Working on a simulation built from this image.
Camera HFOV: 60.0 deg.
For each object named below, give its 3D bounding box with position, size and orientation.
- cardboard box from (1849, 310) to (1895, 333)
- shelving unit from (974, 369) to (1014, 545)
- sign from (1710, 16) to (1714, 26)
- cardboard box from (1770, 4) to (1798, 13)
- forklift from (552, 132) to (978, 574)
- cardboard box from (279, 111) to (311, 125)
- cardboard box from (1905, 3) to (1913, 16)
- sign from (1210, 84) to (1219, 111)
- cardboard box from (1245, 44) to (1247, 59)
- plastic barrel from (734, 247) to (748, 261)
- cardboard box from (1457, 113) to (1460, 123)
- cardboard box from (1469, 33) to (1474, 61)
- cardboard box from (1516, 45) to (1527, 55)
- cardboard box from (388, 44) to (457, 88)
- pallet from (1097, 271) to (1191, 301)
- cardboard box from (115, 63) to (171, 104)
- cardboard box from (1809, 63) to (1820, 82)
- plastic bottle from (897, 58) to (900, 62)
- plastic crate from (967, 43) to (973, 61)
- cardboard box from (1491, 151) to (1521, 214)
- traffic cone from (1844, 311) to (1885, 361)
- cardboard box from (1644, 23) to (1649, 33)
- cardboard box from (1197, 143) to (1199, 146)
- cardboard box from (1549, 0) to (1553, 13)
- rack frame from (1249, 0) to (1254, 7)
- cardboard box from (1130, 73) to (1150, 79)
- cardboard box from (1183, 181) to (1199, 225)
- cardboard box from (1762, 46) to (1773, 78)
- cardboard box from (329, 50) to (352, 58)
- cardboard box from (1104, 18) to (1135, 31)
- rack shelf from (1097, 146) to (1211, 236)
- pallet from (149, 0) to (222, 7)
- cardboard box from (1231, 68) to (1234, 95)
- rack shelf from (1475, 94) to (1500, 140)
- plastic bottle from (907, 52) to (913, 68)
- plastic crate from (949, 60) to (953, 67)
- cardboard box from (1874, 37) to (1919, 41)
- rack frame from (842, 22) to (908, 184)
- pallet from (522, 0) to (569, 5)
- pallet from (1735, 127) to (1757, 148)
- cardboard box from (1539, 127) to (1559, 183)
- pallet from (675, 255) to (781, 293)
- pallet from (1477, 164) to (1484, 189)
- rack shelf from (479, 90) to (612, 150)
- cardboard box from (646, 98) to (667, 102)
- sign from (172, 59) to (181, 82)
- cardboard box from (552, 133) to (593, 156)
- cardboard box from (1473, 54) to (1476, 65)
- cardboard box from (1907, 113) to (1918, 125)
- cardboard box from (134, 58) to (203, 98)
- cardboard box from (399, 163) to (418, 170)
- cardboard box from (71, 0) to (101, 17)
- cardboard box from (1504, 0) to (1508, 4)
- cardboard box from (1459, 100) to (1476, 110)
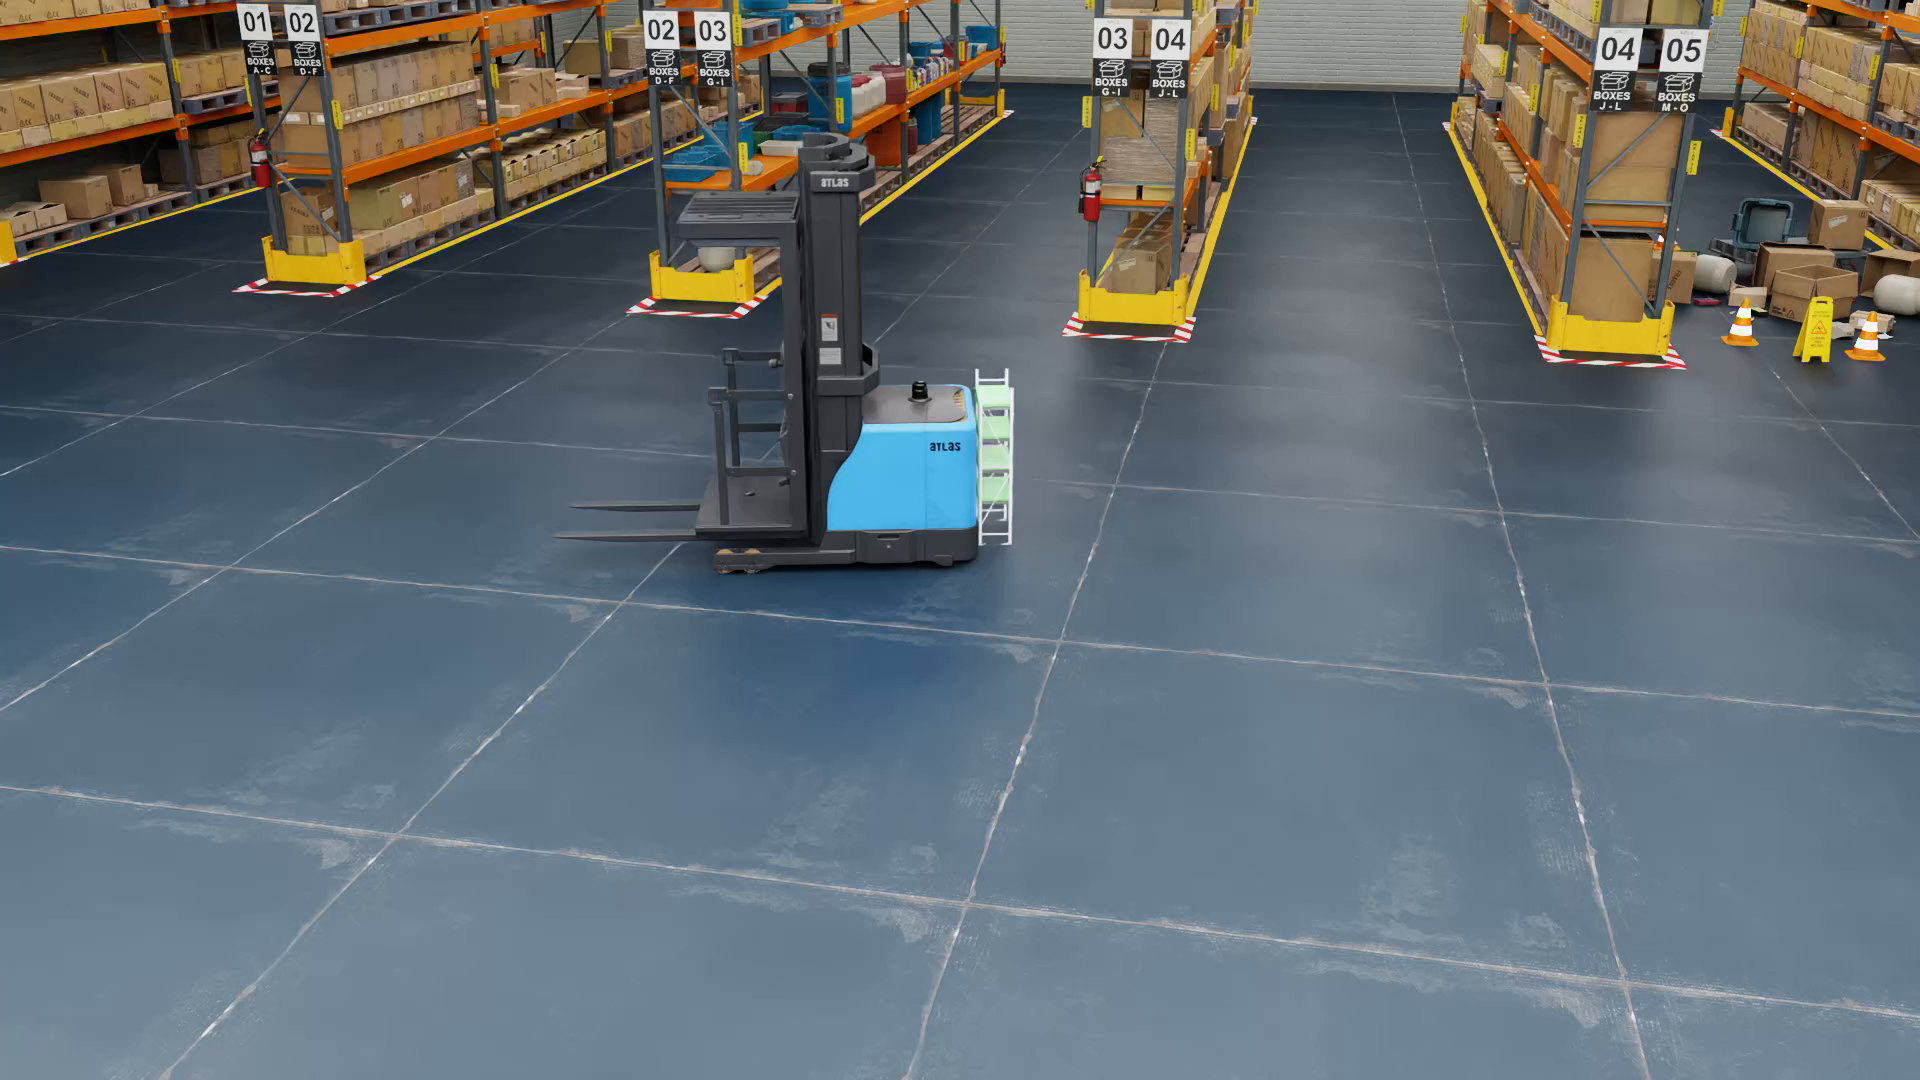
[{"bbox_3d":[9.882,-2.366,18.029,0.380,0.149,0.250,18,28,38],"label":"cardboard box"},{"bbox_3d":[0.248,-0.614,12.272,0.258,1.200,0.503,-1,22,-3],"label":"shelving unit"},{"bbox_3d":[15.950,-11.122,35.593,0.327,0.218,0.001,4,22,11],"label":"sign"},{"bbox_3d":[14.326,-9.224,28.901,0.380,0.149,0.250,5,22,11],"label":"cardboard box"},{"bbox_3d":[-1.403,-1.324,11.718,3.031,2.935,1.130,-1,22,-2],"label":"forklift"},{"bbox_3d":[-7.915,-5.069,19.922,0.380,0.149,0.250,4,22,10],"label":"cardboard box"},{"bbox_3d":[12.994,-7.154,22.422,0.380,0.149,0.250,4,22,11],"label":"cardboard box"},{"bbox_3d":[3.240,-5.637,21.175,0.100,0.325,0.005,4,22,11],"label":"sign"},{"bbox_3d":[4.898,-8.791,29.969,0.500,0.250,0.500,5,22,12],"label":"cardboard box"},{"bbox_3d":[-2.796,-3.659,20.191,0.421,0.512,0.421,0,22,0],"label":"plastic barrel"},{"bbox_3d":[9.570,-7.952,31.338,0.380,0.149,0.250,5,22,12],"label":"cardboard box"},{"bbox_3d":[9.334,-8.726,29.472,0.500,0.500,0.500,4,22,10],"label":"cardboard box"},{"bbox_3d":[9.283,-7.977,27.123,0.380,0.149,0.250,5,23,13],"label":"cardboard box"},{"bbox_3d":[-7.177,-6.331,22.187,0.700,0.500,0.500,4,22,11],"label":"cardboard box"},{"bbox_3d":[2.106,-2.839,19.121,1.003,0.211,1.213,4,22,11],"label":"pallet"},{"bbox_3d":[-11.634,-6.497,23.642,0.500,0.500,0.500,4,22,11],"label":"cardboard box"},{"bbox_3d":[13.596,-7.274,25.931,0.500,0.250,0.500,5,22,12],"label":"cardboard box"},{"bbox_3d":[-1.052,-8.245,28.977,0.152,0.276,0.135,4,22,11],"label":"plastic bottle"},{"bbox_3d":[-0.018,-9.094,30.997,0.437,0.282,0.530,4,22,11],"label":"plastic crate"},{"bbox_3d":[7.971,-4.937,23.046,1.050,0.750,0.750,5,22,12],"label":"cardboard box"},{"bbox_3d":[9.261,-2.094,16.935,0.336,0.463,0.334,4,22,11],"label":"traffic cone"},{"bbox_3d":[7.264,-5.290,17.099,0.380,0.149,0.250,5,22,11],"label":"cardboard box"},{"bbox_3d":[2.781,-4.878,20.788,0.380,0.149,0.250,4,22,11],"label":"cardboard box"},{"bbox_3d":[7.135,-6.267,19.525,0.380,0.149,0.250,4,22,10],"label":"cardboard box"},{"bbox_3d":[5.155,-9.662,32.330,1.000,3.000,0.127,4,22,11],"label":"rack frame"},{"bbox_3d":[1.962,-5.045,18.994,0.500,0.500,0.500,4,22,11],"label":"cardboard box"},{"bbox_3d":[2.853,-4.541,22.371,0.700,0.500,0.500,3,22,7],"label":"cardboard box"},{"bbox_3d":[14.195,-8.243,28.673,0.500,0.500,0.500,5,23,13],"label":"cardboard box"},{"bbox_3d":[-10.675,-8.221,28.192,0.500,0.500,0.500,5,22,13],"label":"cardboard box"},{"bbox_3d":[1.642,-5.443,17.505,0.380,0.149,0.250,4,22,11],"label":"cardboard box"},{"bbox_3d":[2.299,-4.208,19.751,1.077,0.370,4.000,4,22,11],"label":"rack shelf"},{"bbox_3d":[-11.610,-7.928,24.261,1.213,0.211,1.003,4,22,11],"label":"pallet"},{"bbox_3d":[3.992,-7.129,25.905,0.500,0.500,0.500,4,22,9],"label":"cardboard box"},{"bbox_3d":[8.766,-6.719,25.985,1.077,0.370,4.000,4,22,11],"label":"rack shelf"},{"bbox_3d":[-0.907,-8.435,29.349,0.144,0.351,0.185,4,22,11],"label":"plastic bottle"},{"bbox_3d":[-0.275,-8.642,30.068,0.396,0.136,0.243,4,22,11],"label":"plastic crate"},{"bbox_3d":[13.883,-7.207,24.762,0.500,0.500,0.500,5,22,12],"label":"cardboard box"},{"bbox_3d":[-1.326,-7.114,26.002,1.000,3.000,0.127,4,22,11],"label":"rack frame"},{"bbox_3d":[-6.450,-8.133,24.769,1.003,0.211,1.213,6,23,13],"label":"pallet"},{"bbox_3d":[14.770,-7.315,30.234,1.003,0.211,1.213,4,22,11],"label":"pallet"},{"bbox_3d":[7.163,-4.401,19.065,0.875,0.550,0.550,4,22,11],"label":"cardboard box"},{"bbox_3d":[-2.818,-3.223,20.073,1.003,0.211,1.213,4,22,11],"label":"pallet"},{"bbox_3d":[8.770,-5.758,26.369,1.003,0.211,1.213,4,22,11],"label":"pallet"},{"bbox_3d":[-6.582,-6.428,25.262,1.077,0.370,4.000,4,22,11],"label":"rack shelf"},{"bbox_3d":[-5.695,-7.842,30.567,0.500,0.500,0.500,3,22,8],"label":"cardboard box"},{"bbox_3d":[-11.308,-6.769,23.988,0.100,0.325,0.005,4,22,11],"label":"sign"},{"bbox_3d":[-6.140,-6.272,26.278,0.500,0.311,0.500,4,22,10],"label":"cardboard box"},{"bbox_3d":[8.644,-7.892,27.309,0.380,0.149,0.250,5,22,12],"label":"cardboard box"},{"bbox_3d":[12.736,-5.564,21.928,0.380,0.149,0.250,6,23,14],"label":"cardboard box"},{"bbox_3d":[-11.703,-6.840,24.600,0.700,0.500,0.500,5,22,11],"label":"cardboard box"},{"bbox_3d":[-7.595,-4.786,22.336,0.500,0.500,0.500,4,22,11],"label":"cardboard box"},{"bbox_3d":[-11.893,-7.260,22.190,0.500,0.500,0.500,4,22,9],"label":"cardboard box"},{"bbox_3d":[8.315,-8.171,24.479,0.500,0.500,0.500,4,22,11],"label":"cardboard box"},{"bbox_3d":[9.436,-8.037,30.753,0.380,0.149,0.250,4,22,11],"label":"cardboard box"}]
